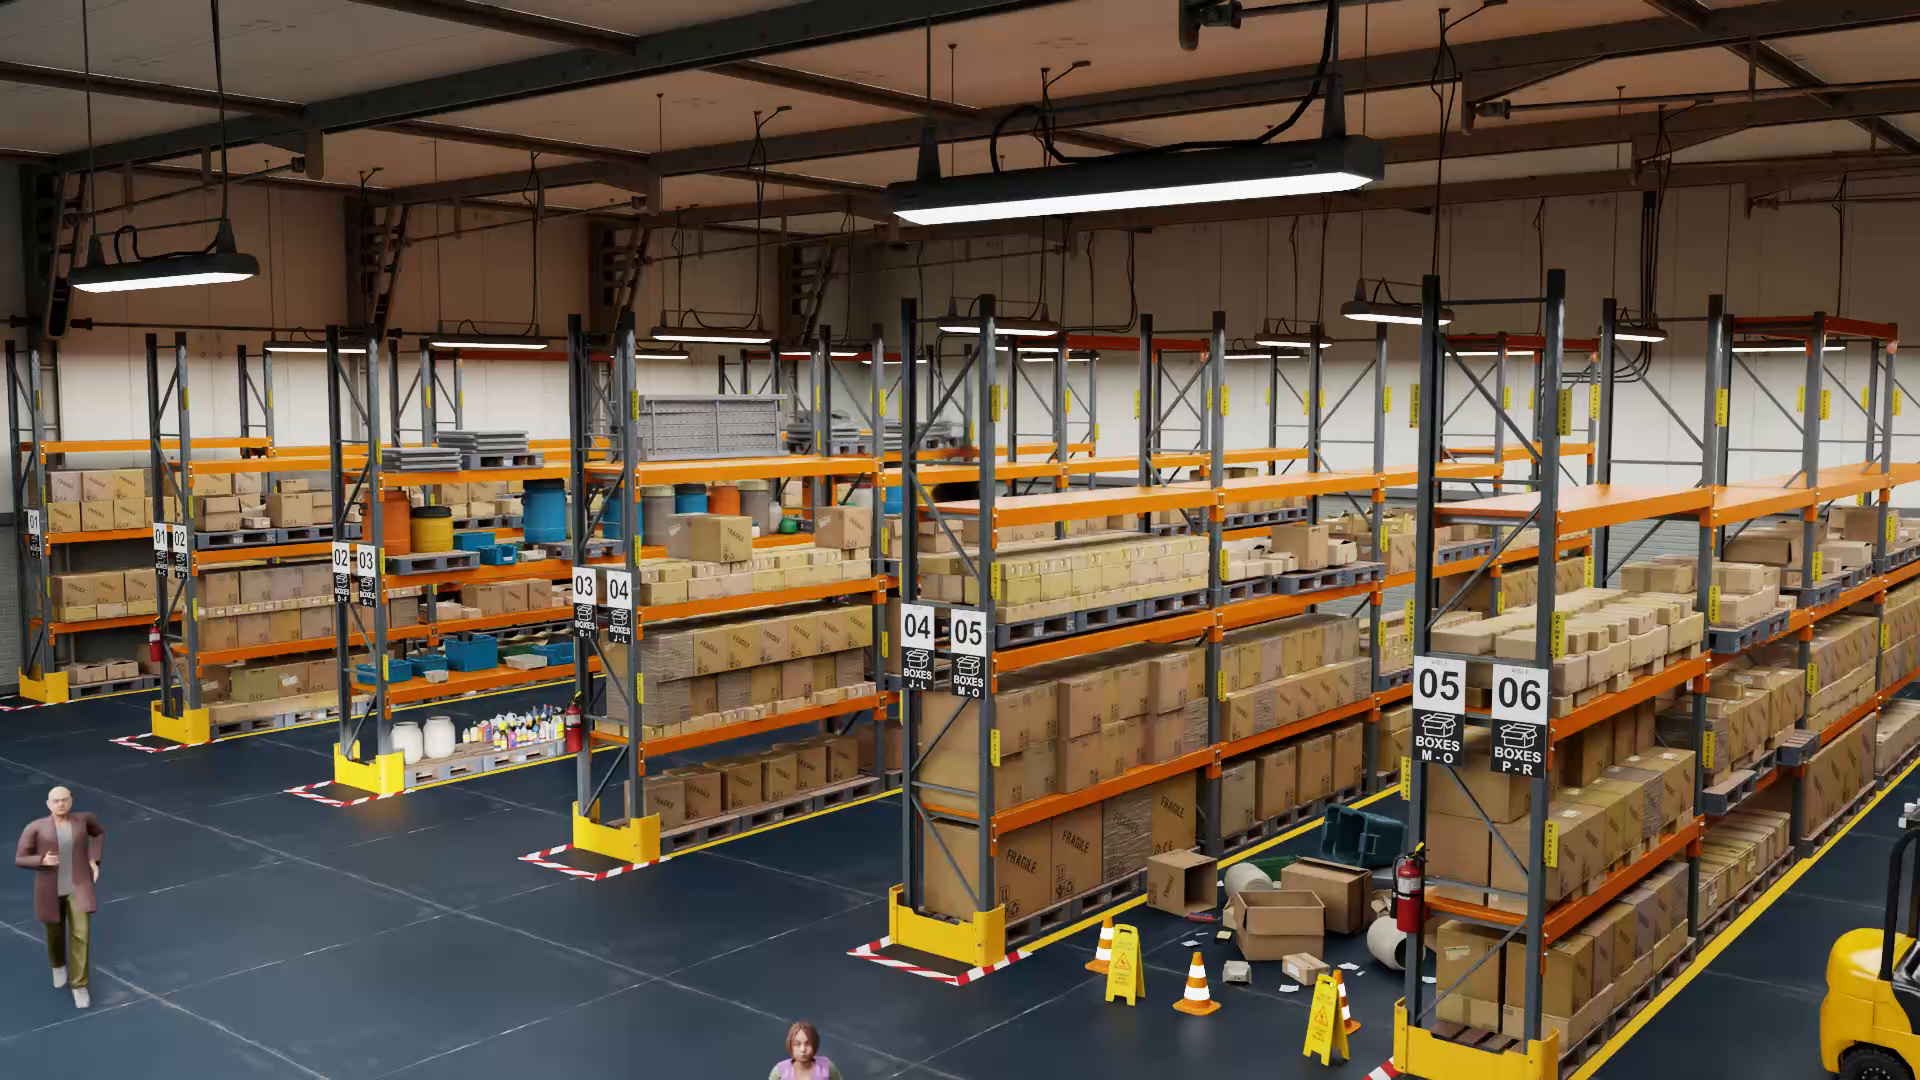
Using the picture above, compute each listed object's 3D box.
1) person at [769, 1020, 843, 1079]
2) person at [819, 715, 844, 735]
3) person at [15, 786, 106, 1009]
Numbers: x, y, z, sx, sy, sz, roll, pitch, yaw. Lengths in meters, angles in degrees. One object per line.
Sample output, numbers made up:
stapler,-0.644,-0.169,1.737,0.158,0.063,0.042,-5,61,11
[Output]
person,-0.889,3.532,9.535,0.530,1.552,0.551,0,5,-6
person,-1.927,2.159,24.296,0.563,1.707,0.778,3,6,31
person,-7.598,2.977,14.102,0.701,1.790,0.950,-3,6,-32
